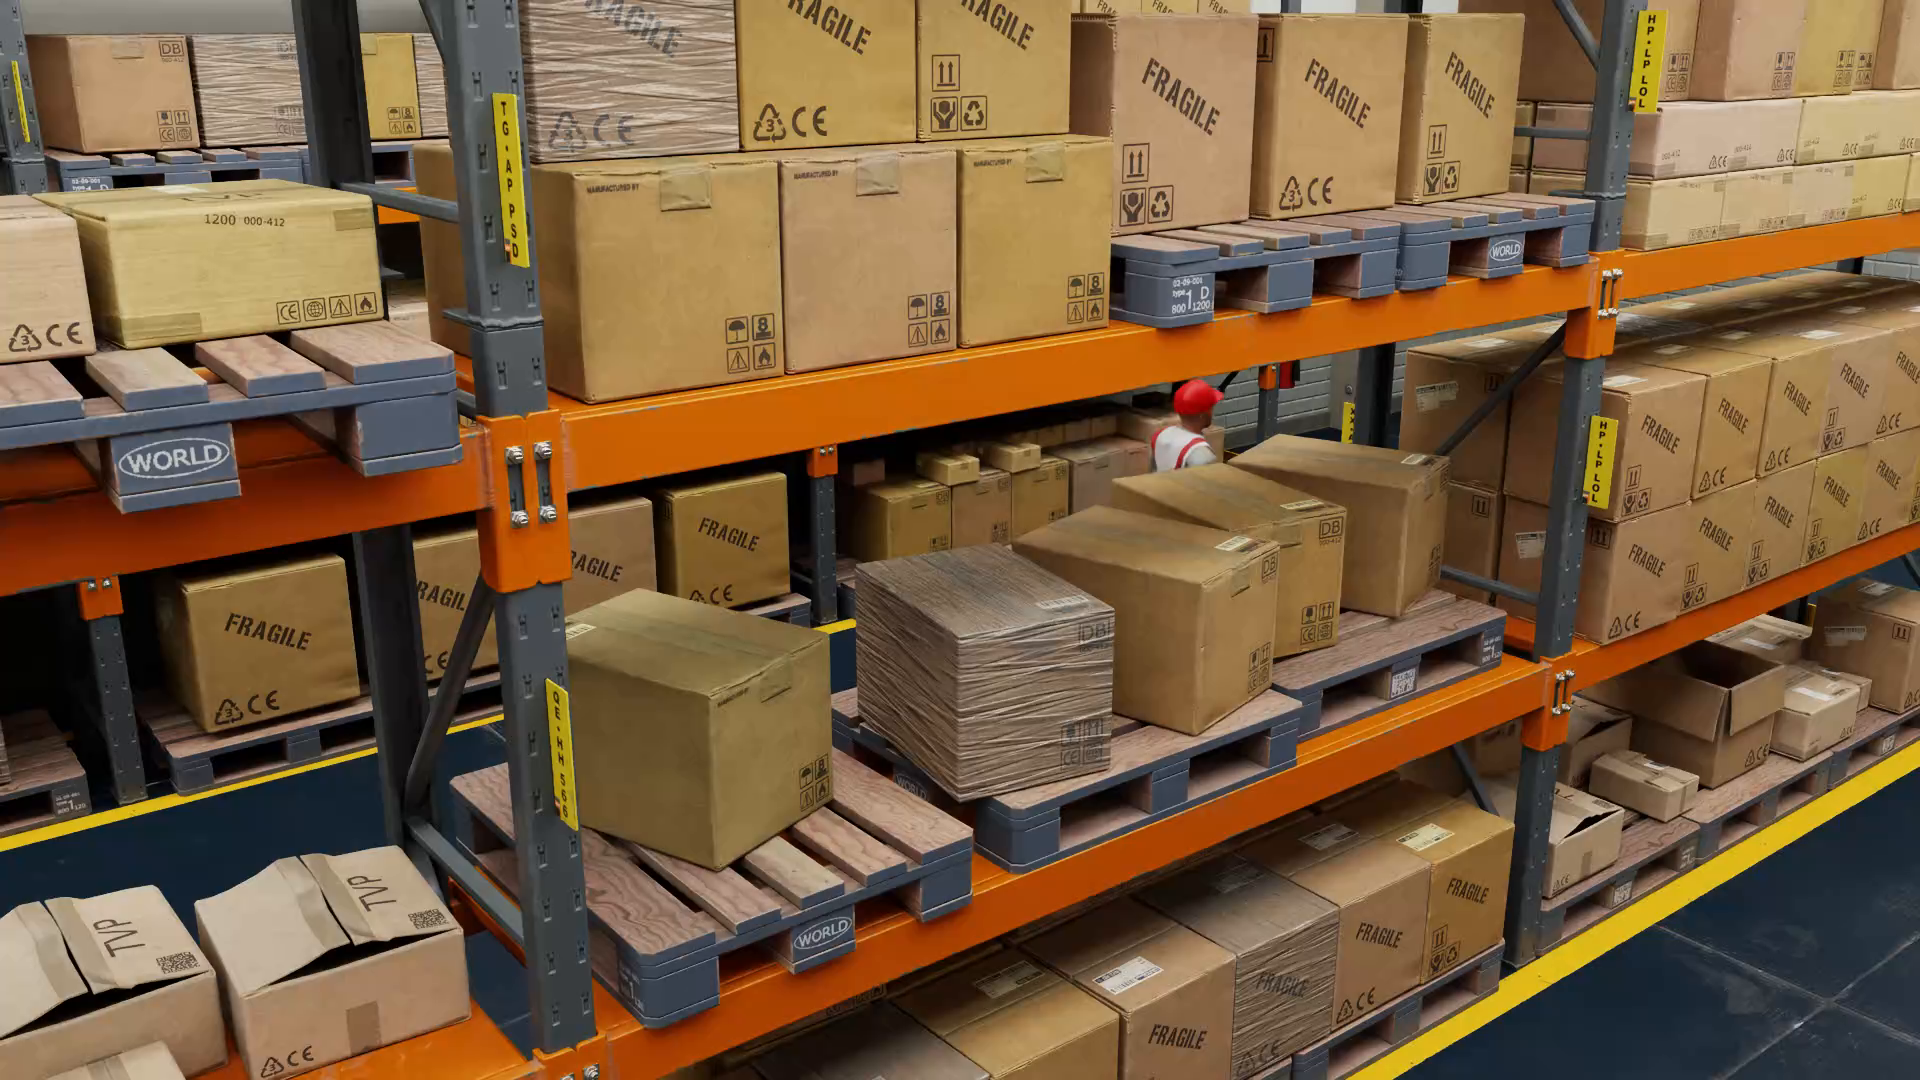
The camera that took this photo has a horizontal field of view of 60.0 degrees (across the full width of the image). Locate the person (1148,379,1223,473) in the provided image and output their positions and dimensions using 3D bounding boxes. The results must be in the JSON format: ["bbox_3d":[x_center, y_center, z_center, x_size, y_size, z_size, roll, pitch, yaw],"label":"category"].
[{"bbox_3d":[1.140,0.010,8.917,0.702,1.777,0.550,-8,19,-23],"label":"person"}]
